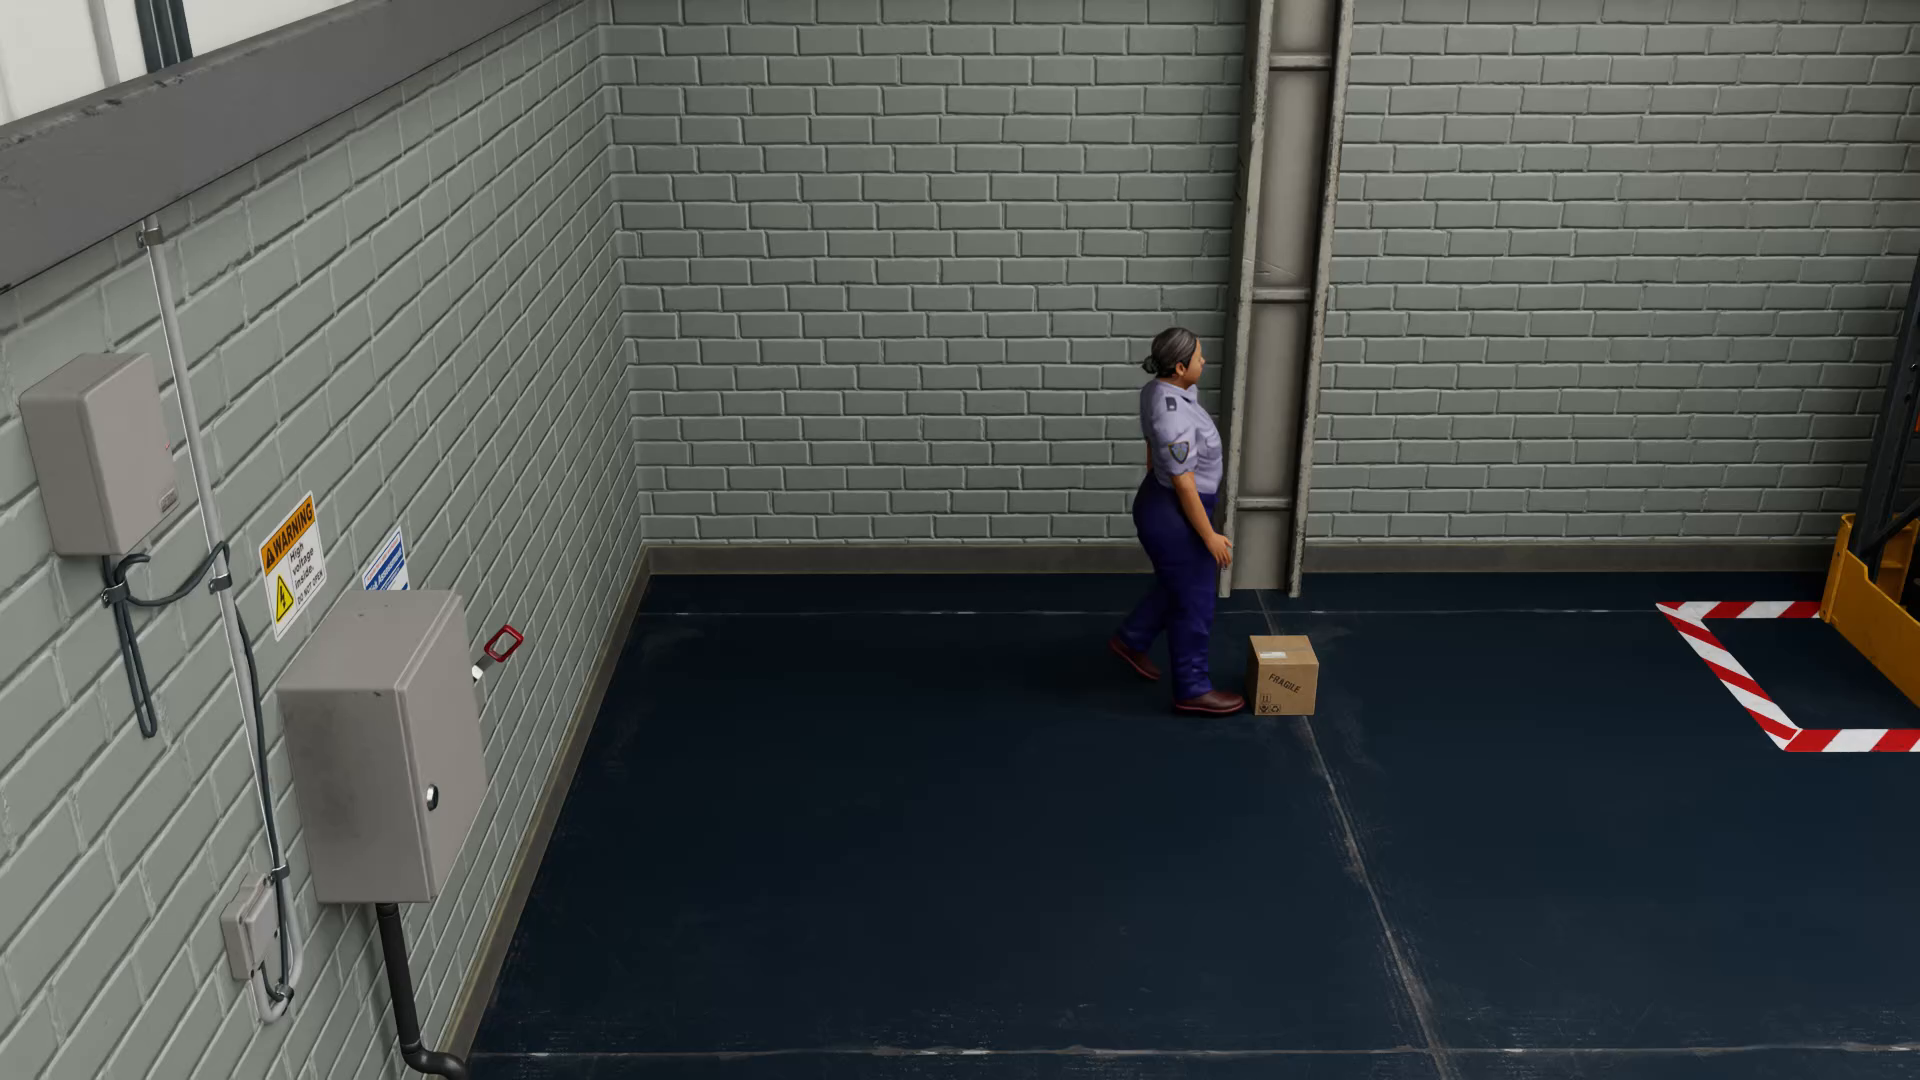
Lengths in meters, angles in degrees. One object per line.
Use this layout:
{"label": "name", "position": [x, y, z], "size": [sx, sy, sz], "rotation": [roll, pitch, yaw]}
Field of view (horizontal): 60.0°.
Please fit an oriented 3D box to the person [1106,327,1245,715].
{"label": "person", "position": [0.923, -0.076, 6.749], "size": [0.543, 1.643, 0.497], "rotation": [-1, 24, -1]}
